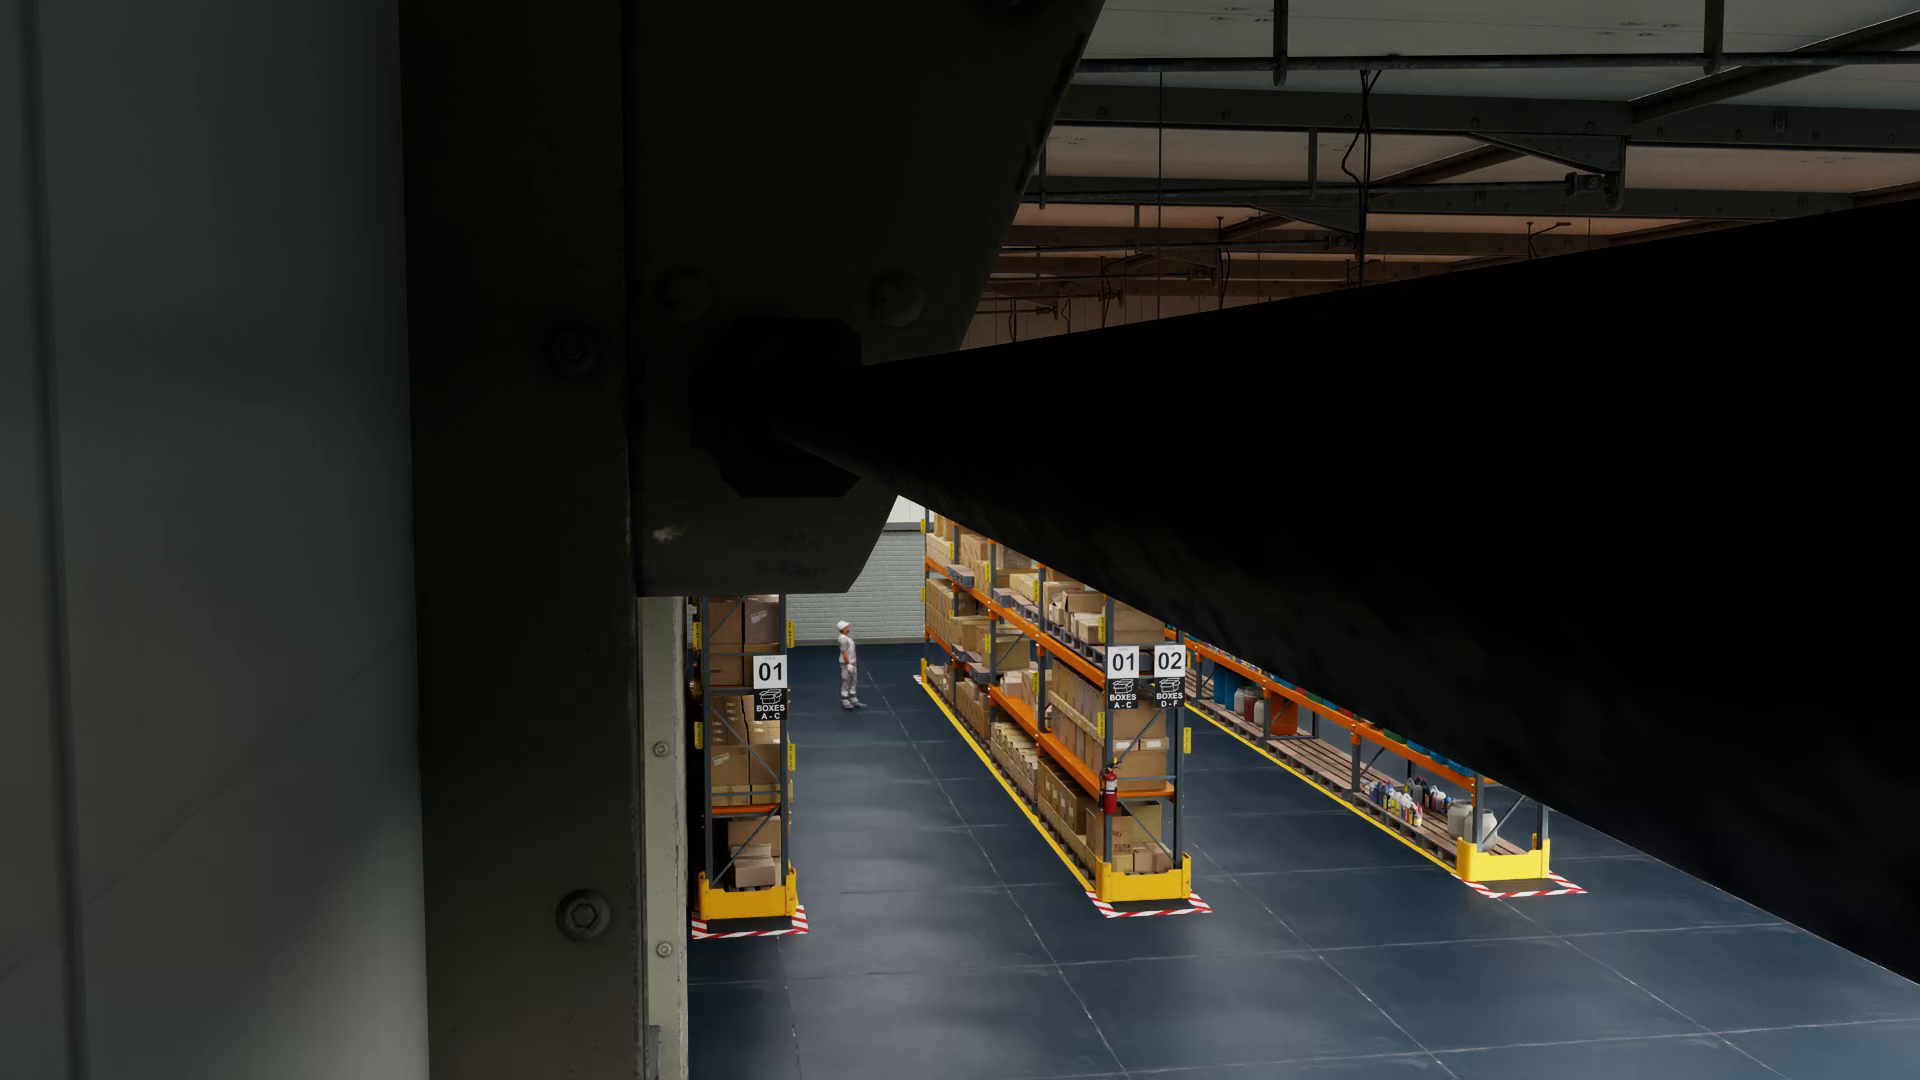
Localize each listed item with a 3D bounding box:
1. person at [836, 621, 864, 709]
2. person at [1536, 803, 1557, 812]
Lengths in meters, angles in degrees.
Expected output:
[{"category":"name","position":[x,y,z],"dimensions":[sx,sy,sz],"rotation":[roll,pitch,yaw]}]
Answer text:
[{"category":"person","position":[-2.231,2.503,33.550],"dimensions":[0.499,1.774,0.636],"rotation":[2,5,17]},{"category":"person","position":[8.987,3.207,25.483],"dimensions":[0.390,1.827,0.633],"rotation":[-2,6,-25]}]
